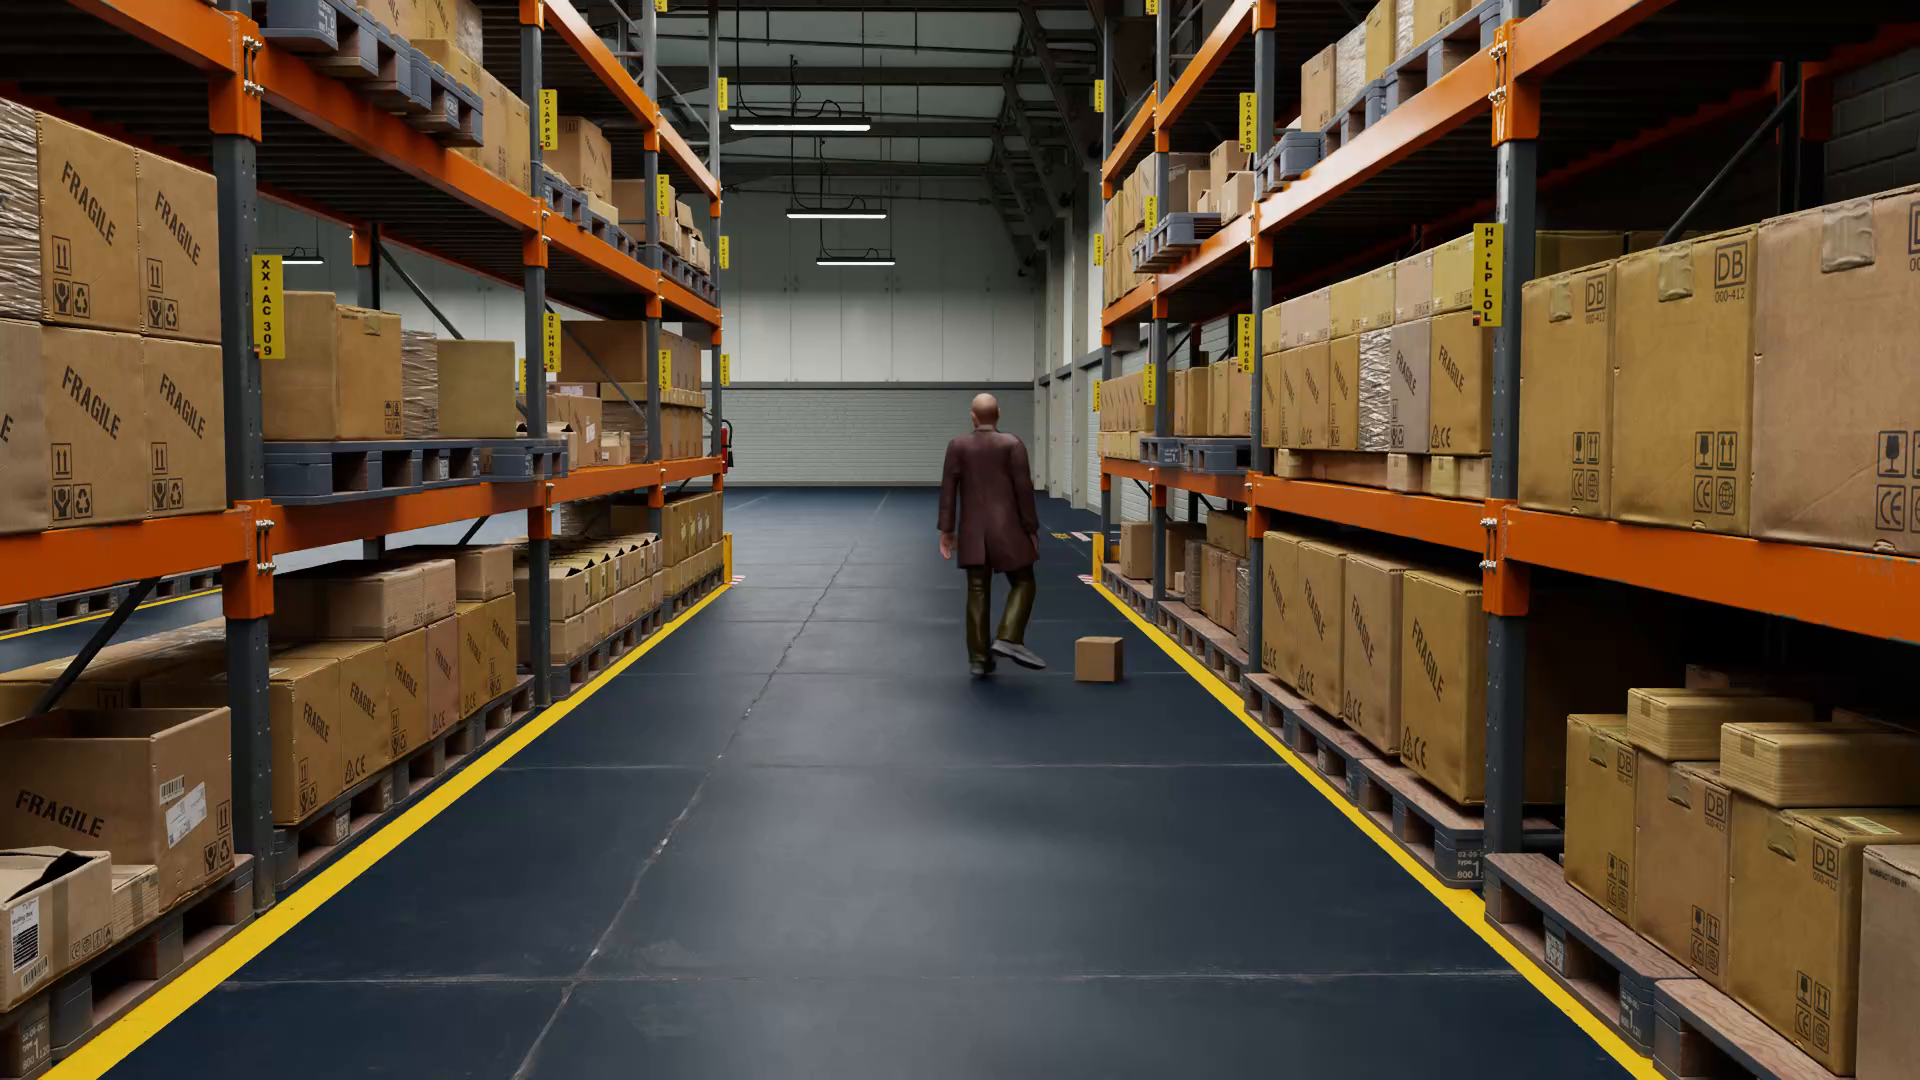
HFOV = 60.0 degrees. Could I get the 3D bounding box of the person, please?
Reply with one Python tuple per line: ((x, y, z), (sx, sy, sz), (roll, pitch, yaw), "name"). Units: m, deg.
((0.208, -0.042, 10.535), (0.729, 1.770, 0.523), (1, 4, 19), "person")
